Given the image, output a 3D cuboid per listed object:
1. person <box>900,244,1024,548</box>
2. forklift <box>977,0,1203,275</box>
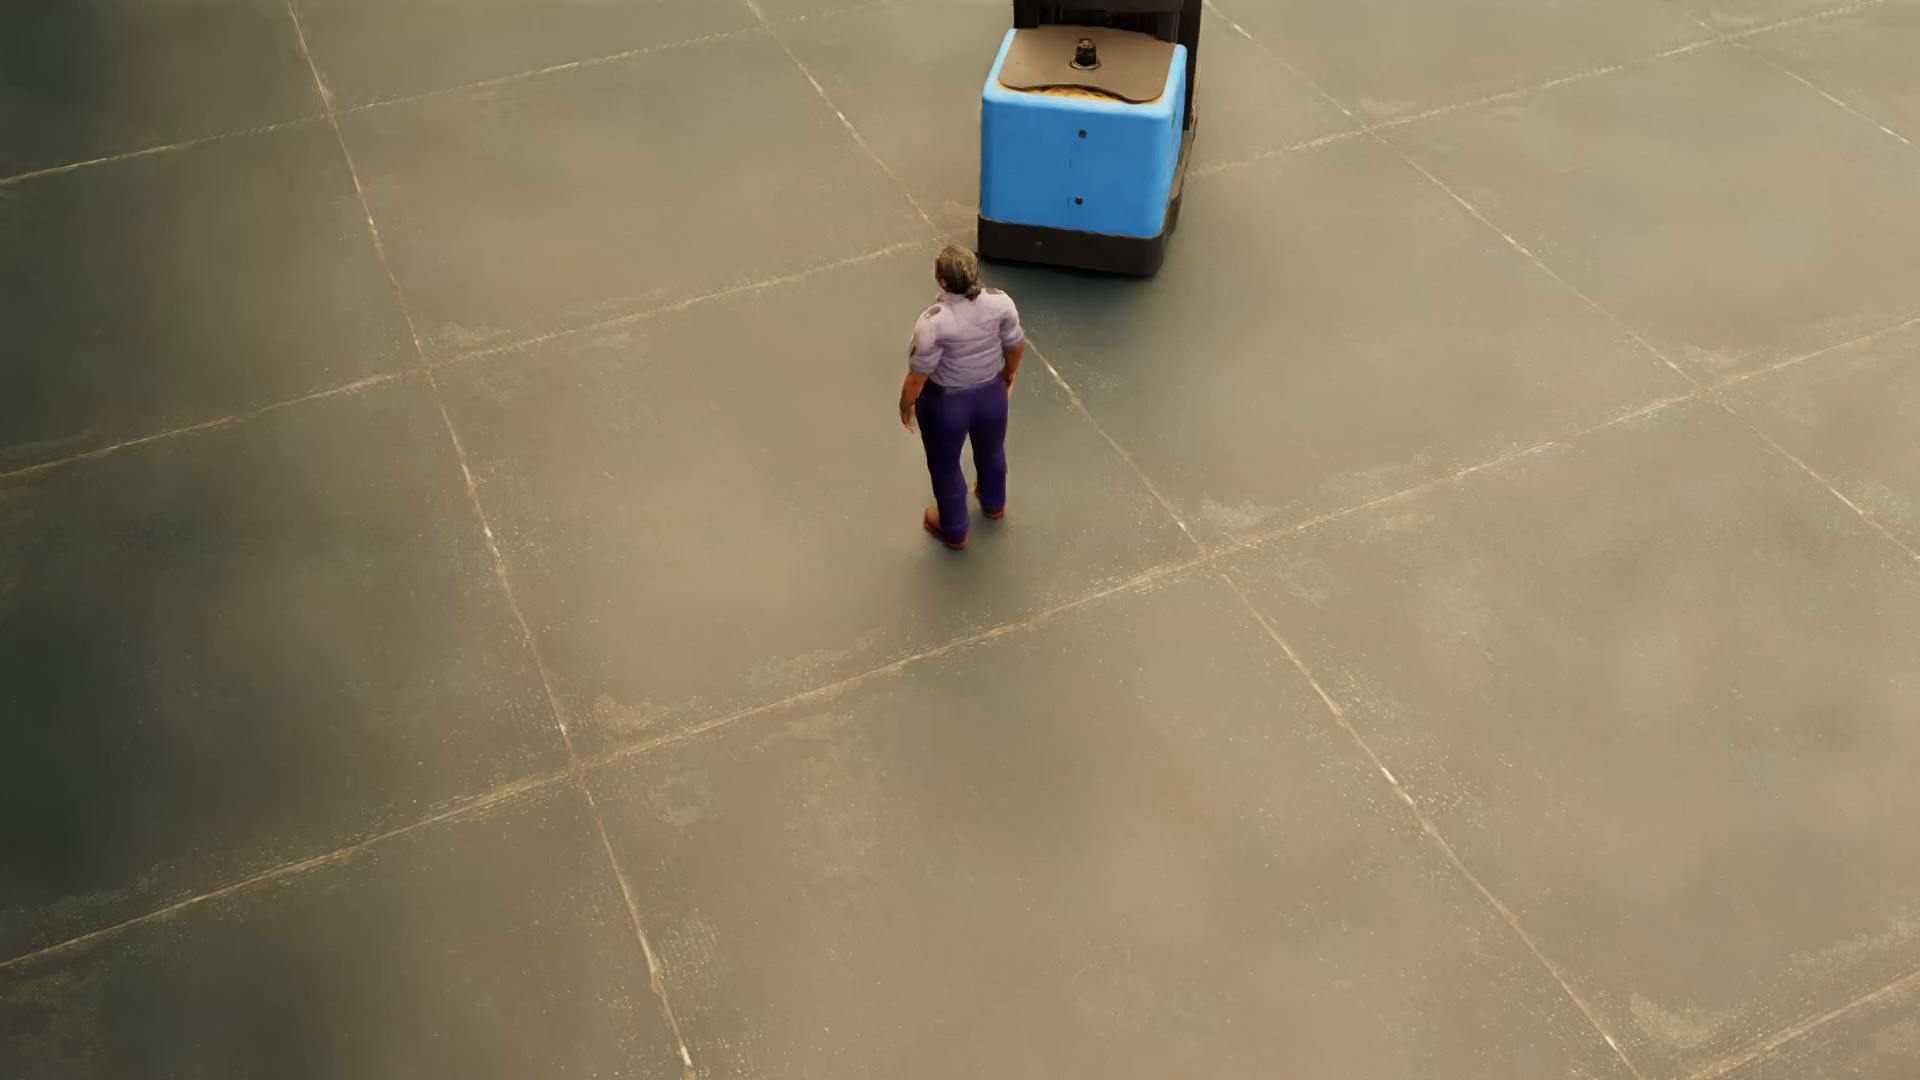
[{"bbox_3d":[-0.017,-0.670,7.328,0.599,1.650,0.502,-18,46,-18],"label":"person"},{"bbox_3d":[0.907,-3.576,9.512,1.130,2.935,3.031,8,44,9],"label":"forklift"}]
